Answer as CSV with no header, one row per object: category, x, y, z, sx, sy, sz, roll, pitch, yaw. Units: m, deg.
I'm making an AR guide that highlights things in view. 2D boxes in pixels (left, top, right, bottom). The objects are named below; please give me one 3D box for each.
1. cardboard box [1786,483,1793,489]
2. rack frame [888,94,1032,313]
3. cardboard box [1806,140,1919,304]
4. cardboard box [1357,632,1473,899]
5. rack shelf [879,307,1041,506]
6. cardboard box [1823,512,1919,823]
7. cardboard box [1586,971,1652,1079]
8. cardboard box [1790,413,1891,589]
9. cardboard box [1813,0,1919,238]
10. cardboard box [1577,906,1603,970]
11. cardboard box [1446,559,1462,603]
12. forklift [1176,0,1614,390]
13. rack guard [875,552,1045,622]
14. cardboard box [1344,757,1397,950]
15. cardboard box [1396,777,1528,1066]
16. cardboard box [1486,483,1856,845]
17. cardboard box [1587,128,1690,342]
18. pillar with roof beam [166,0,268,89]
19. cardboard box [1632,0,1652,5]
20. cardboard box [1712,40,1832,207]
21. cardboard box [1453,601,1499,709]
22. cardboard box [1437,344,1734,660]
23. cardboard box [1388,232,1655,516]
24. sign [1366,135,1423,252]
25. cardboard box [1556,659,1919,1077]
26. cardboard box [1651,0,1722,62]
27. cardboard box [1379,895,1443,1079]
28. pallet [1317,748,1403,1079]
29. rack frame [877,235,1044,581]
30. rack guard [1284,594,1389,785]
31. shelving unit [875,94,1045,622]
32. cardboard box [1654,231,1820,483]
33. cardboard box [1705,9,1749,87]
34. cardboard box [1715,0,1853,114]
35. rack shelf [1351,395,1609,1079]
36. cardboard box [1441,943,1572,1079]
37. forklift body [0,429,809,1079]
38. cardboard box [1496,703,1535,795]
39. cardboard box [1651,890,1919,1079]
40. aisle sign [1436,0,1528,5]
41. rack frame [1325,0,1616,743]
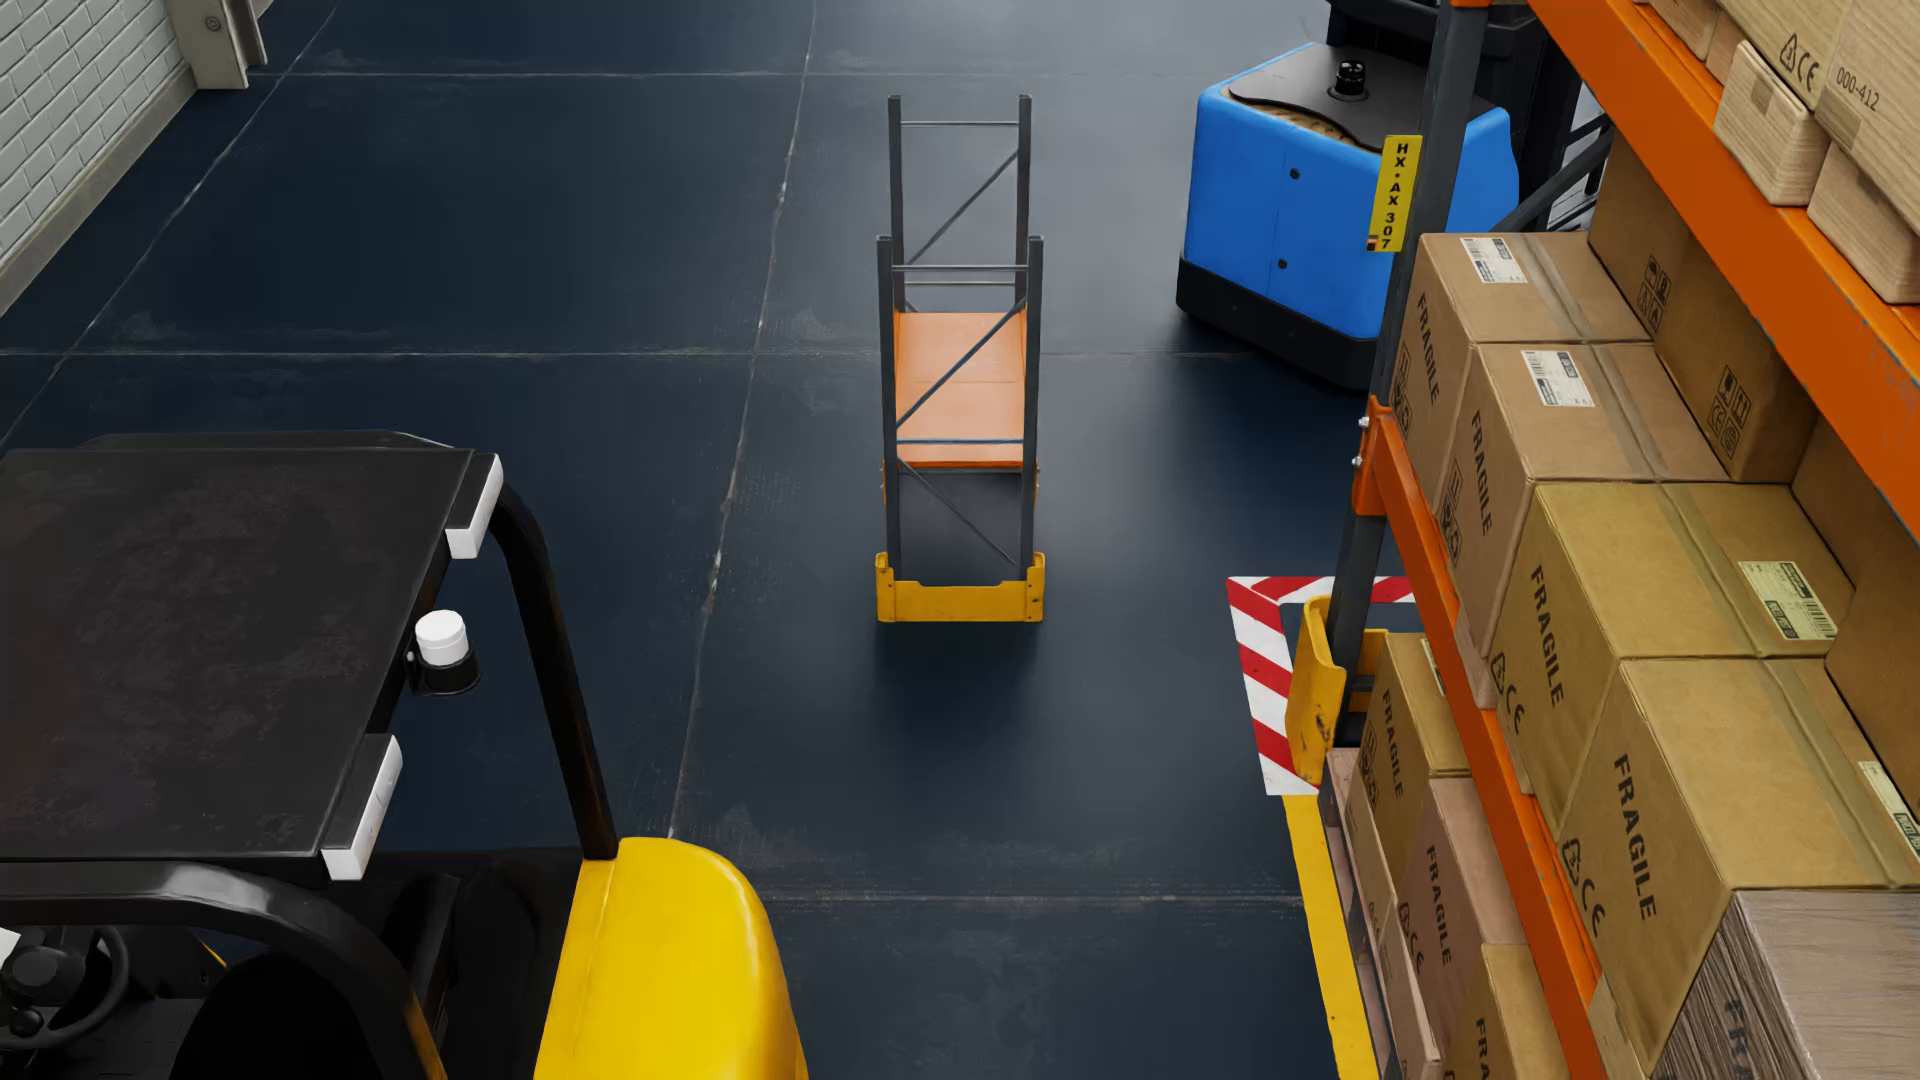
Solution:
cardboard box,1.930,-0.051,3.597,0.500,0.500,0.500,0,39,0
rack frame,-0.001,-0.956,6.244,0.500,1.500,0.032,0,39,0
cardboard box,1.380,-0.440,2.203,0.380,0.149,0.250,-1,39,-1
cardboard box,1.383,0.588,4.381,0.500,0.500,0.500,-1,39,-2
rack shelf,0.000,-0.498,5.960,0.538,0.185,1.000,0,39,0
cardboard box,1.835,0.173,2.518,0.700,0.500,0.500,0,39,0
cardboard box,1.346,0.894,2.936,0.380,0.149,0.250,0,39,0
cardboard box,1.973,-0.139,2.907,0.700,0.500,0.500,0,39,-1
cardboard box,1.389,-0.503,1.963,0.500,0.250,0.500,1,39,1
cardboard box,1.404,0.737,3.132,0.380,0.149,0.250,-1,39,-1
cardboard box,1.385,0.086,3.944,0.380,0.149,0.250,-1,39,-1
forklift,2.379,-2.575,7.119,3.031,2.935,1.130,-31,48,-33
rack guard,0.000,0.166,5.843,0.587,0.250,0.087,0,39,0
cardboard box,1.382,0.866,4.634,0.500,0.250,0.500,0,39,0
cardboard box,1.388,0.915,3.973,0.500,0.500,0.500,-1,39,-2
cardboard box,1.387,0.236,3.239,0.500,0.500,0.500,-1,39,-1
cardboard box,1.877,-0.774,3.700,0.700,0.500,0.500,-1,39,-1
pillar with roof beam,0.092,-6.202,6.794,9.100,9.000,0.400,0,39,0
cardboard box,1.390,-1.083,3.005,0.380,0.149,0.250,1,39,1
cardboard box,1.339,-0.605,2.408,0.380,0.149,0.250,0,39,0
cardboard box,1.339,0.245,3.746,0.380,0.149,0.250,1,39,1
cardboard box,1.385,-0.083,3.637,0.500,0.500,0.500,1,39,1
cardboard box,1.381,-0.407,4.041,0.500,0.500,0.500,-1,39,-1
sign,1.115,-0.885,4.264,0.100,0.325,0.005,0,39,0
cardboard box,1.395,0.554,2.842,0.500,0.500,0.500,-1,39,-1
cardboard box,1.414,-0.928,2.812,0.380,0.149,0.250,0,39,0
cardboard box,1.375,1.185,4.236,0.500,0.250,0.500,1,39,2
pallet,1.624,1.096,4.714,1.003,0.211,1.213,0,39,0
rack frame,0.000,-0.321,5.451,0.500,1.500,0.032,0,39,0
rack guard,1.658,0.475,5.258,1.175,0.500,0.348,0,39,0
shelving unit,0.000,-0.633,5.840,0.587,1.500,1.083,0,39,0
cardboard box,1.870,-0.457,3.305,0.700,0.500,0.500,0,39,0
cardboard box,1.419,-0.762,2.605,0.380,0.149,0.250,-1,39,-1
cardboard box,1.408,-0.823,2.362,0.500,0.250,0.500,1,39,1
rack shelf,1.660,0.983,3.199,1.077,0.370,4.000,0,39,0
cardboard box,1.380,1.229,3.581,0.500,0.500,0.500,1,39,1
forklift body,-1.479,0.974,3.315,2.313,2.155,1.214,0,39,0
cardboard box,1.373,0.407,3.544,0.380,0.149,0.250,1,39,1
cardboard box,1.401,0.874,2.443,0.500,0.500,0.500,1,39,1
aisle sign,1.348,-1.601,3.770,0.394,0.787,0.004,0,39,0
rack frame,1.658,-0.548,4.535,1.000,3.000,0.127,0,39,0
